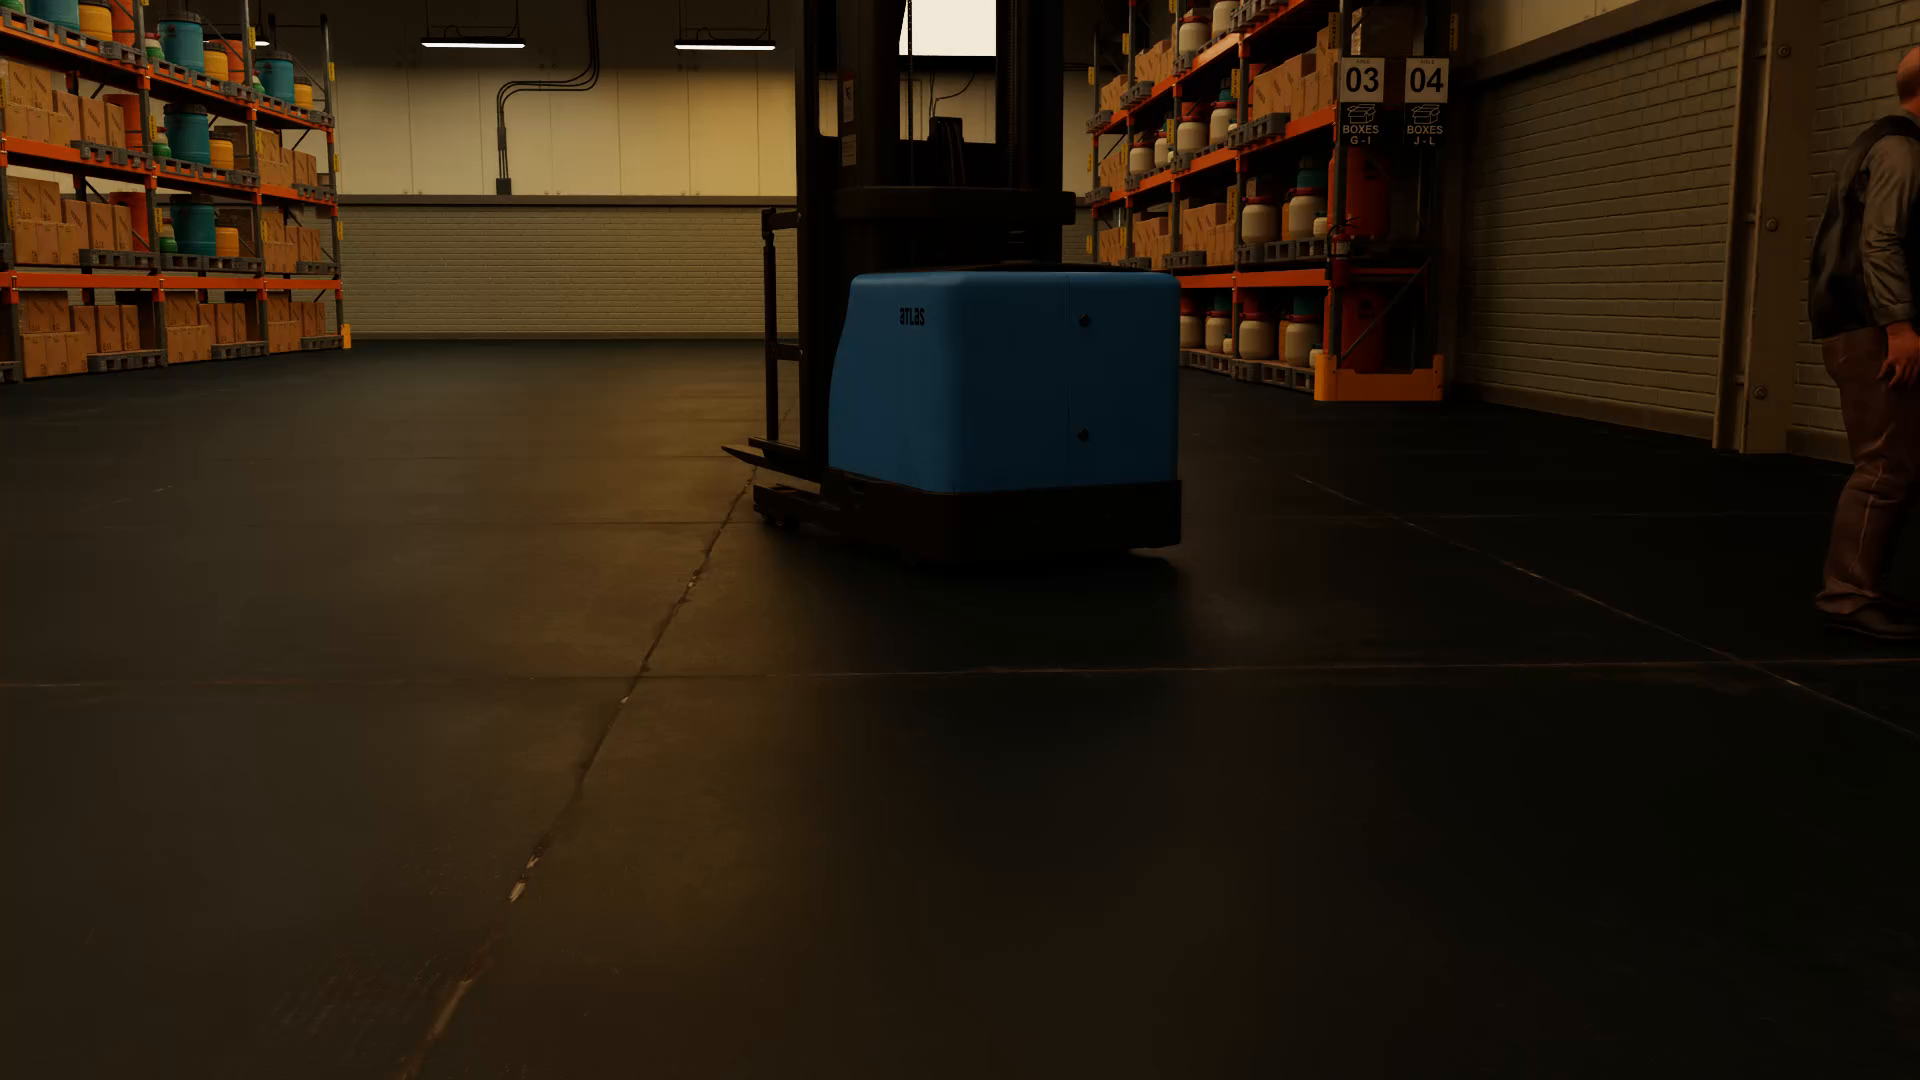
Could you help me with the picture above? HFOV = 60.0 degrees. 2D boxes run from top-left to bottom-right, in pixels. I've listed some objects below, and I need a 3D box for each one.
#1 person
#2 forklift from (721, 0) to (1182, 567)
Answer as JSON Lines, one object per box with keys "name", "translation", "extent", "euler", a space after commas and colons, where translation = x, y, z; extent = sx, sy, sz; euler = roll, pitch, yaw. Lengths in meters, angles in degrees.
{"name": "person", "translation": [2.749, -0.594, 4.952], "extent": [0.416, 1.722, 0.591], "euler": [5, 10, 32]}
{"name": "forklift", "translation": [-0.264, -1.530, 7.137], "extent": [1.130, 2.935, 3.031], "euler": [-4, 9, -25]}
